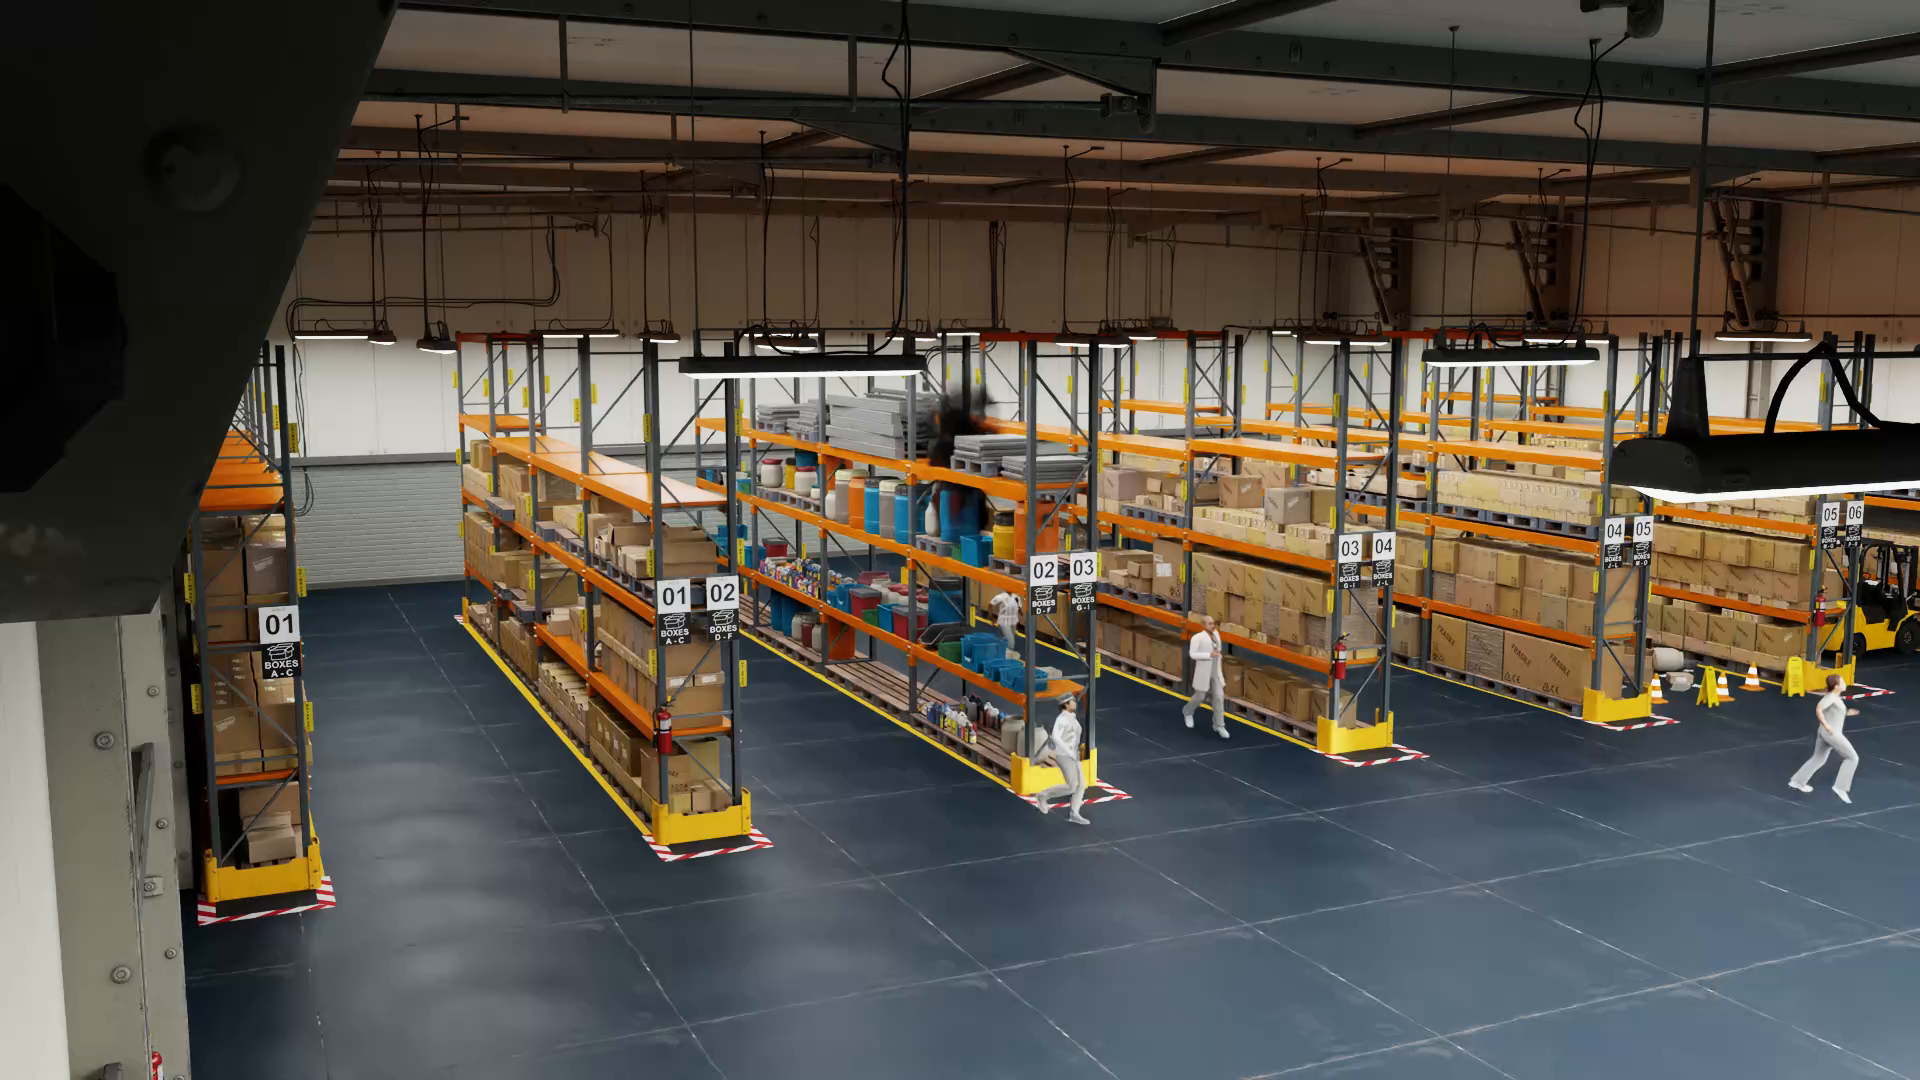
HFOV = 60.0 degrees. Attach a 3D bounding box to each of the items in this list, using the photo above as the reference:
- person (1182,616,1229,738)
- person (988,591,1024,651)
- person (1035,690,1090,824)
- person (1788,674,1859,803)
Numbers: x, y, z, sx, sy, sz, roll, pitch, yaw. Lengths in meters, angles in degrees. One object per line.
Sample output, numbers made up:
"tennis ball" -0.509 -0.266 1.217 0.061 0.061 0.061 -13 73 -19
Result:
"person" 3.734 2.031 25.214 0.734 1.794 1.010 -4 9 -29
"person" 0.848 1.537 29.483 0.537 1.741 0.827 -6 10 -38
"person" 1.348 2.707 20.967 0.711 1.631 0.670 2 8 17
"person" 11.348 2.521 21.823 0.787 1.572 0.545 2 8 16
